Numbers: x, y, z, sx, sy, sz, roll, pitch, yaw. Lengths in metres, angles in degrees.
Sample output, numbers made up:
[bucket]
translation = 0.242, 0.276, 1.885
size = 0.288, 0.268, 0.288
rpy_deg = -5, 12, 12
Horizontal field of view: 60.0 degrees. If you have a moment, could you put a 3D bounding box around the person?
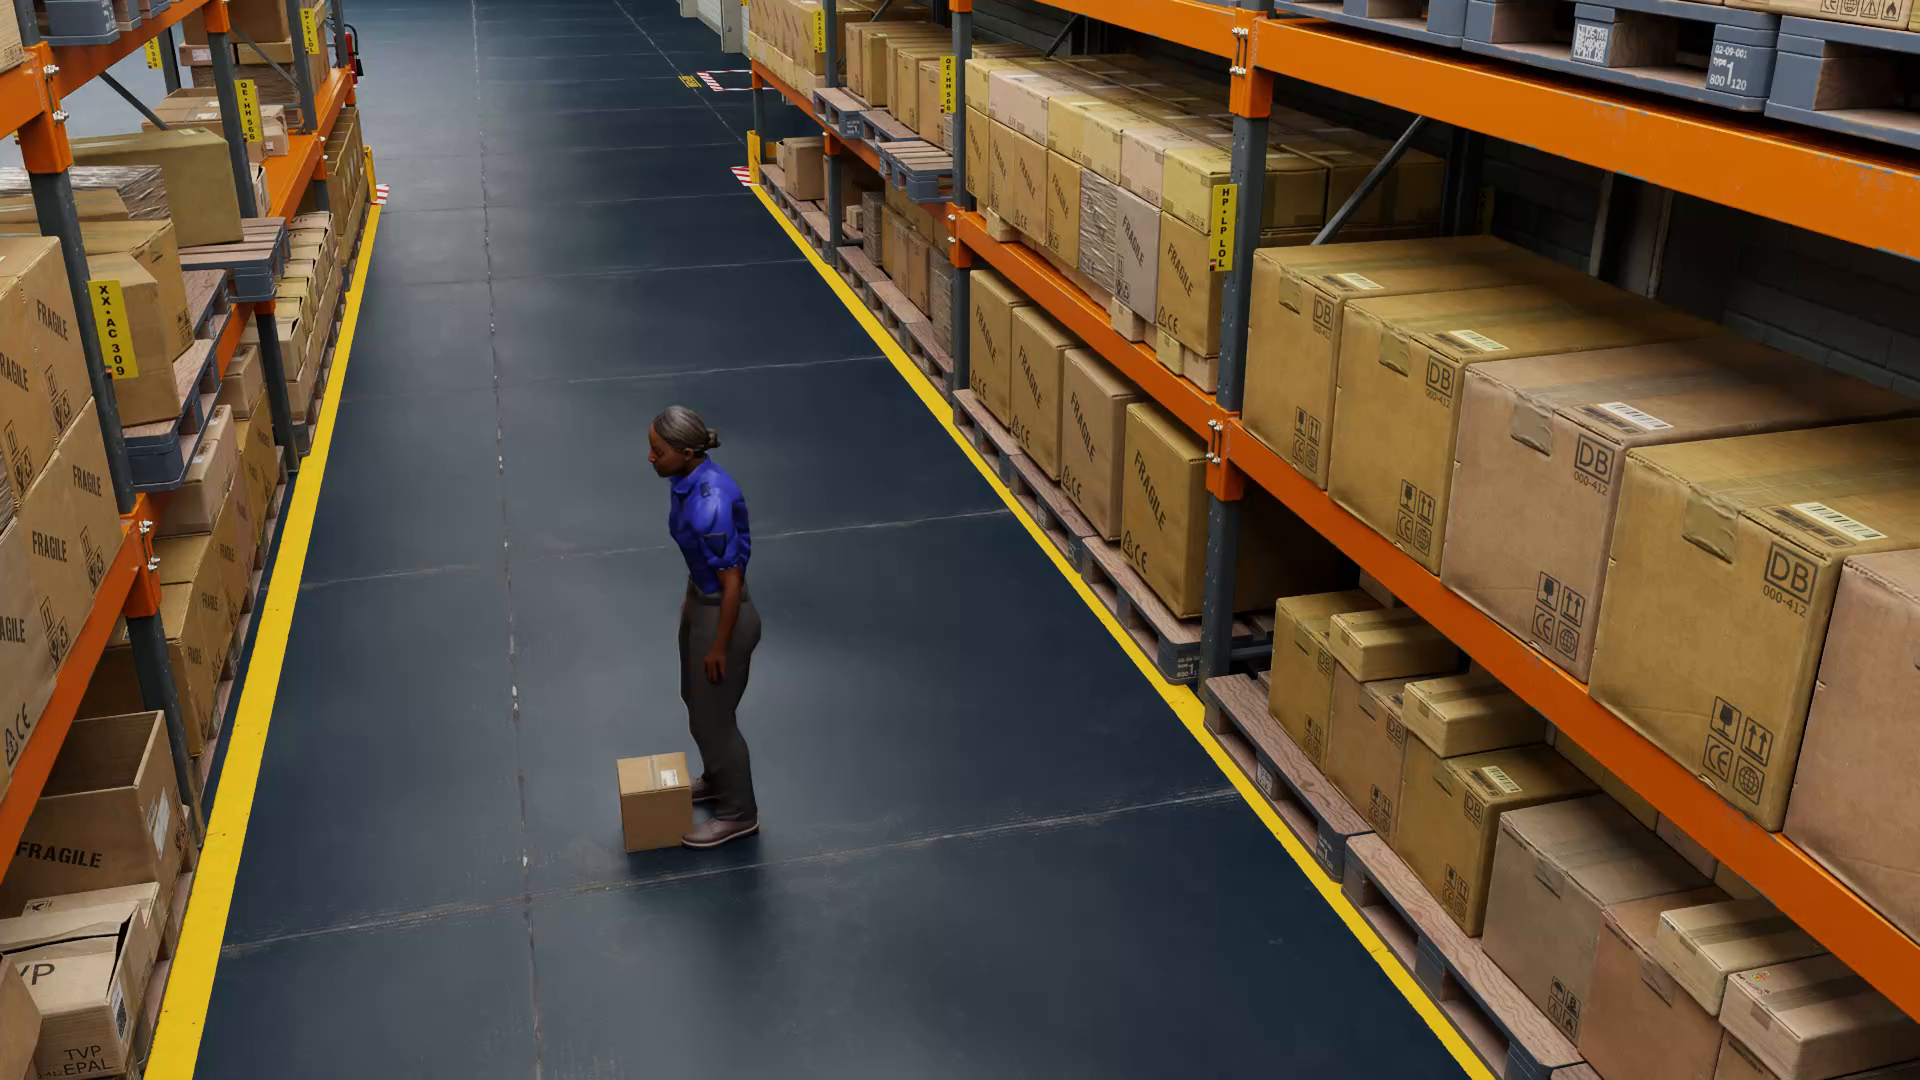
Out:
[person]
translation = -0.902, 0.288, 5.926
size = 0.347, 1.655, 0.505
rpy_deg = -6, 24, -14
